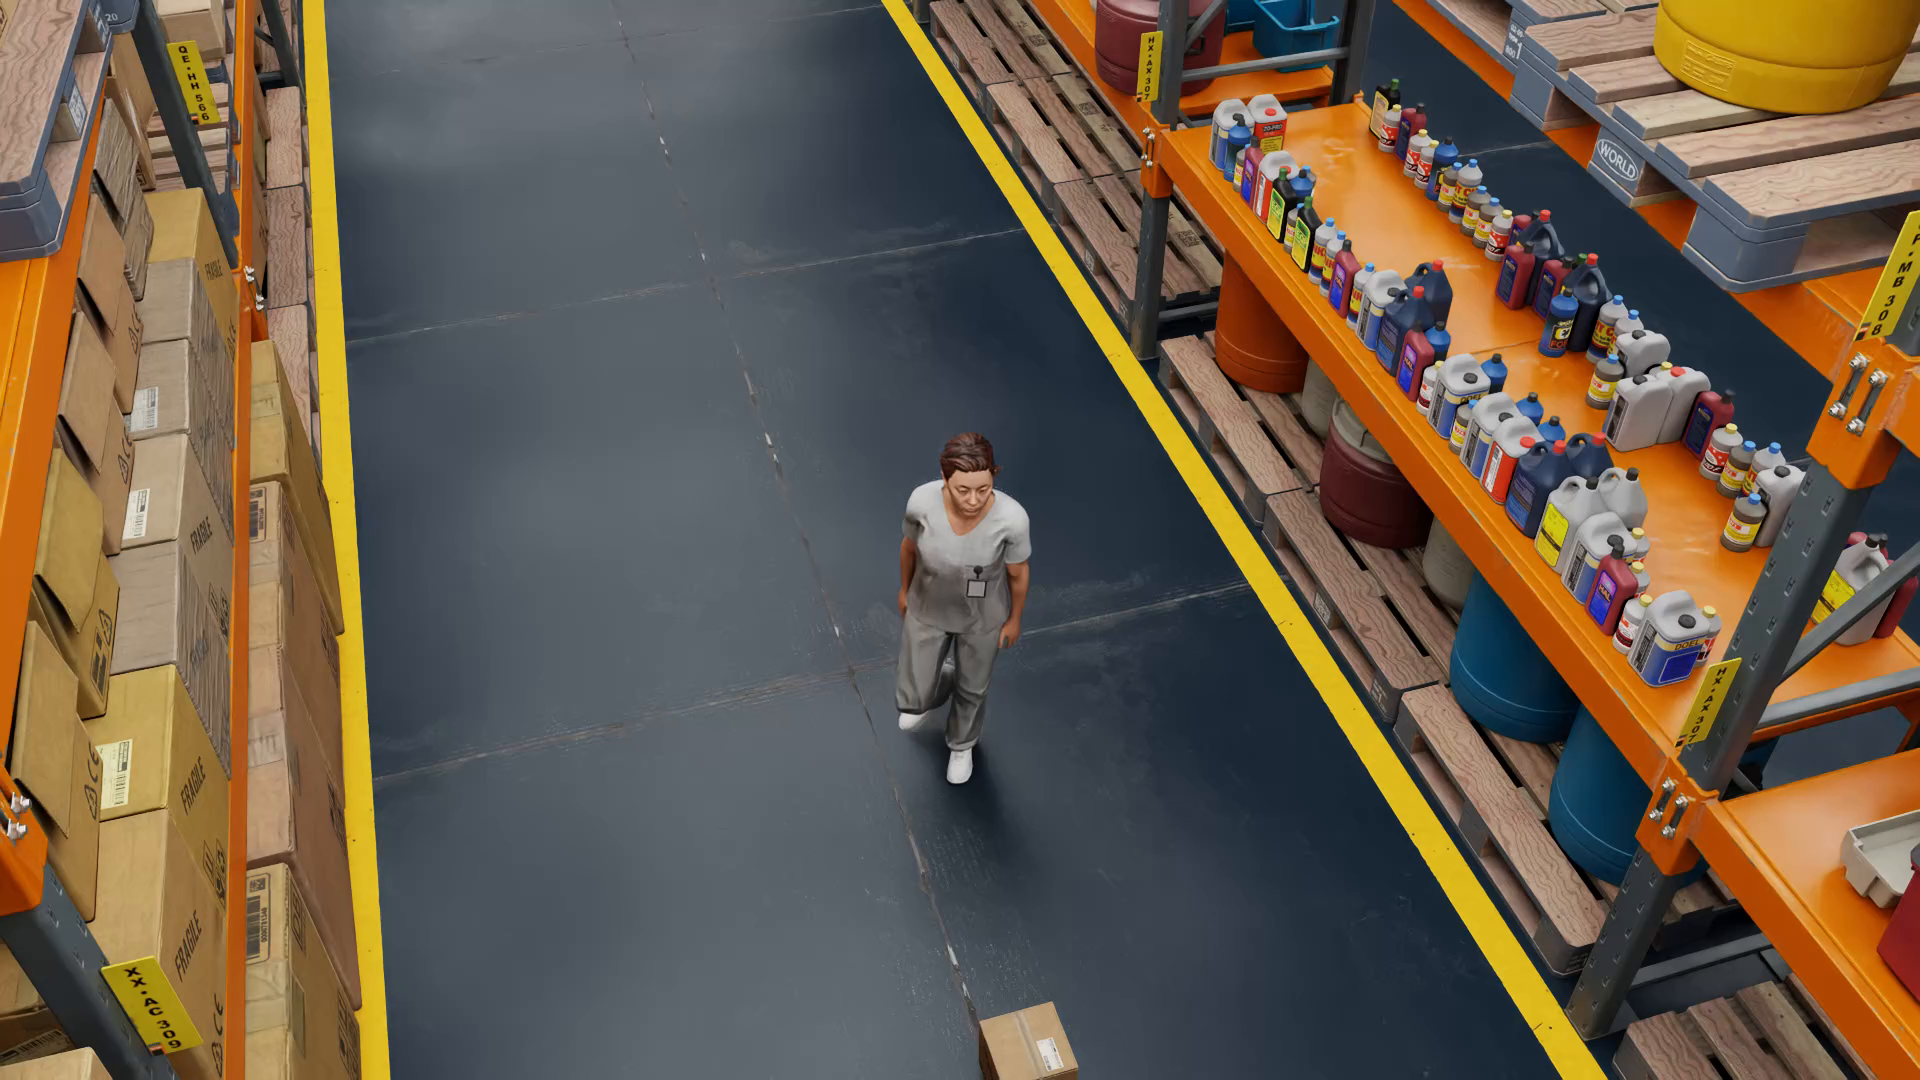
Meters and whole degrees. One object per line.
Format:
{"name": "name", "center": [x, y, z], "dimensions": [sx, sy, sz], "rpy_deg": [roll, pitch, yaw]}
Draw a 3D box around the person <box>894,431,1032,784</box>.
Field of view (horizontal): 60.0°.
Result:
{"name": "person", "center": [0.001, 0.224, 5.904], "dimensions": [0.502, 1.663, 0.485], "rpy_deg": [5, 43, 6]}
